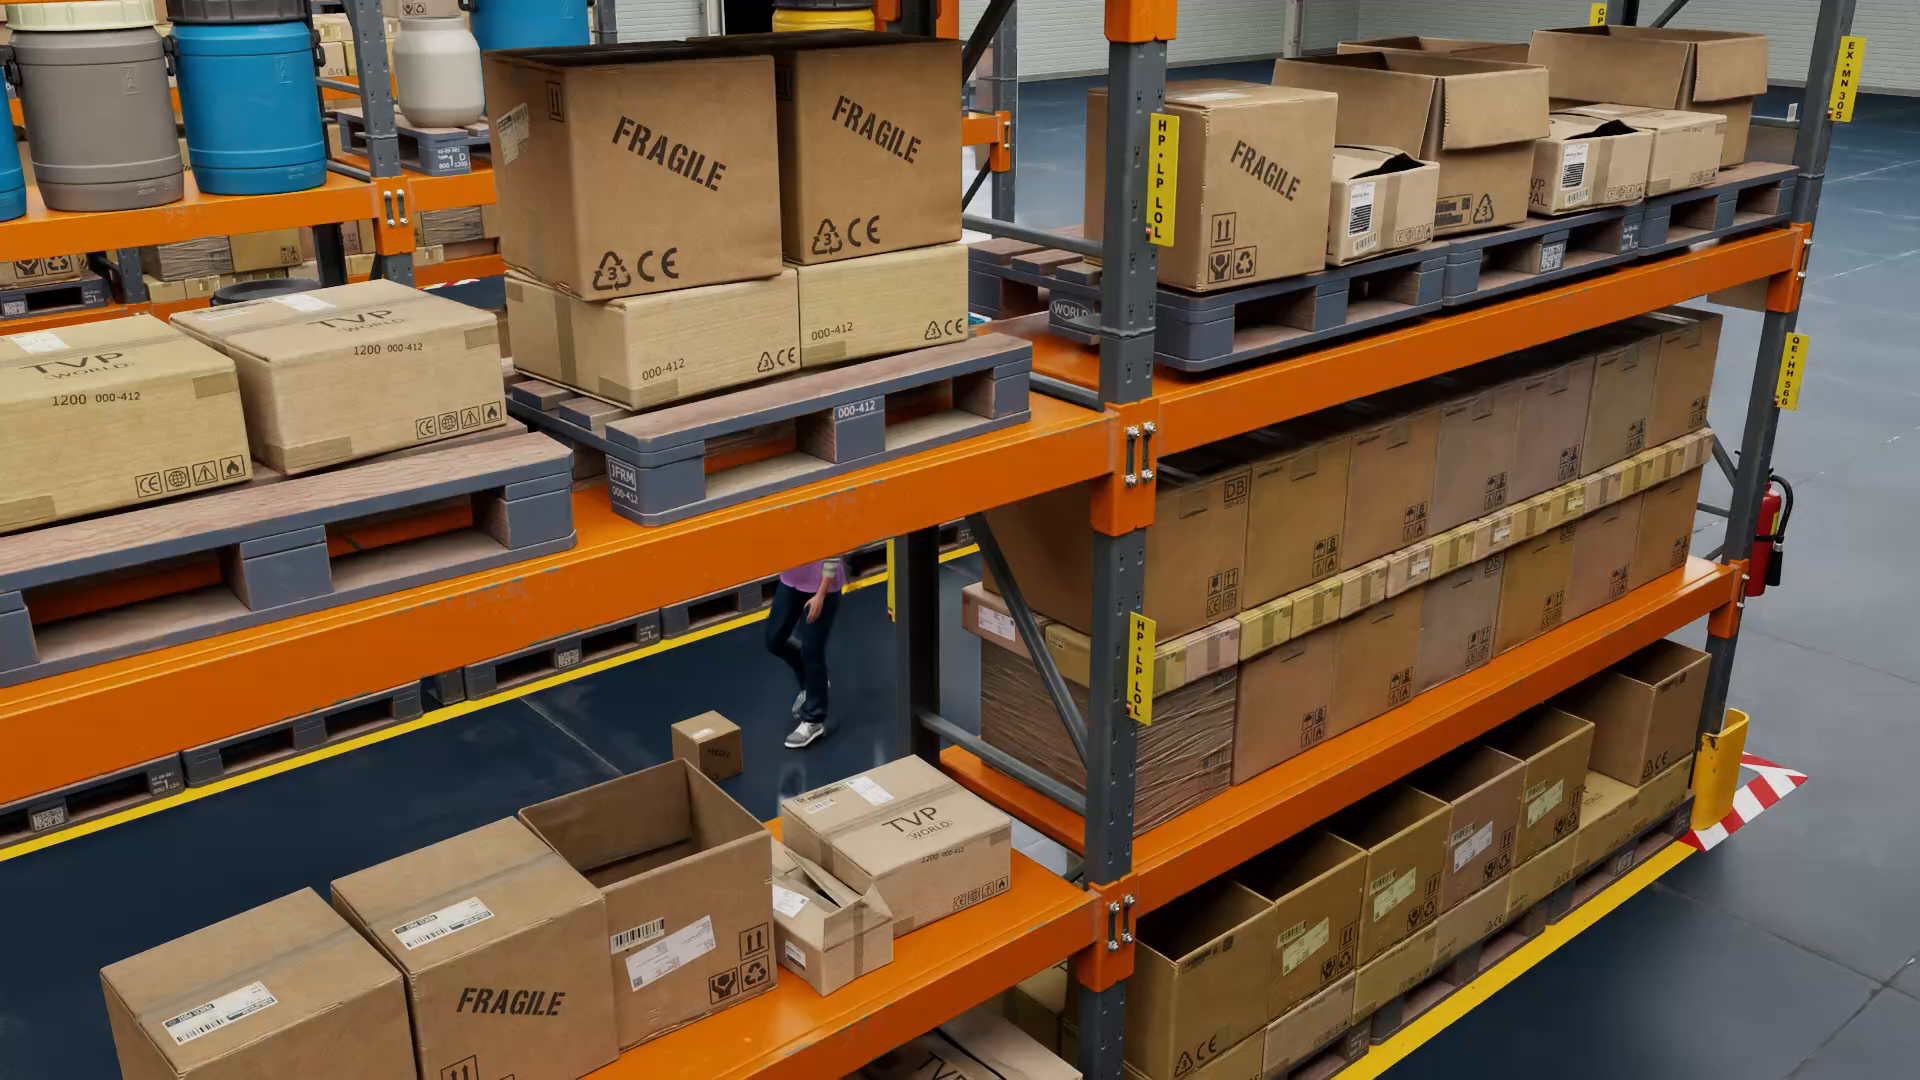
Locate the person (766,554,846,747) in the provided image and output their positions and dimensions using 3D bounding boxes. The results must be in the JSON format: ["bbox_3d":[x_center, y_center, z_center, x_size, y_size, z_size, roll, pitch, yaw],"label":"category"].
[{"bbox_3d":[-0.780,0.248,8.408,0.437,1.592,0.486,17,27,38],"label":"person"}]
